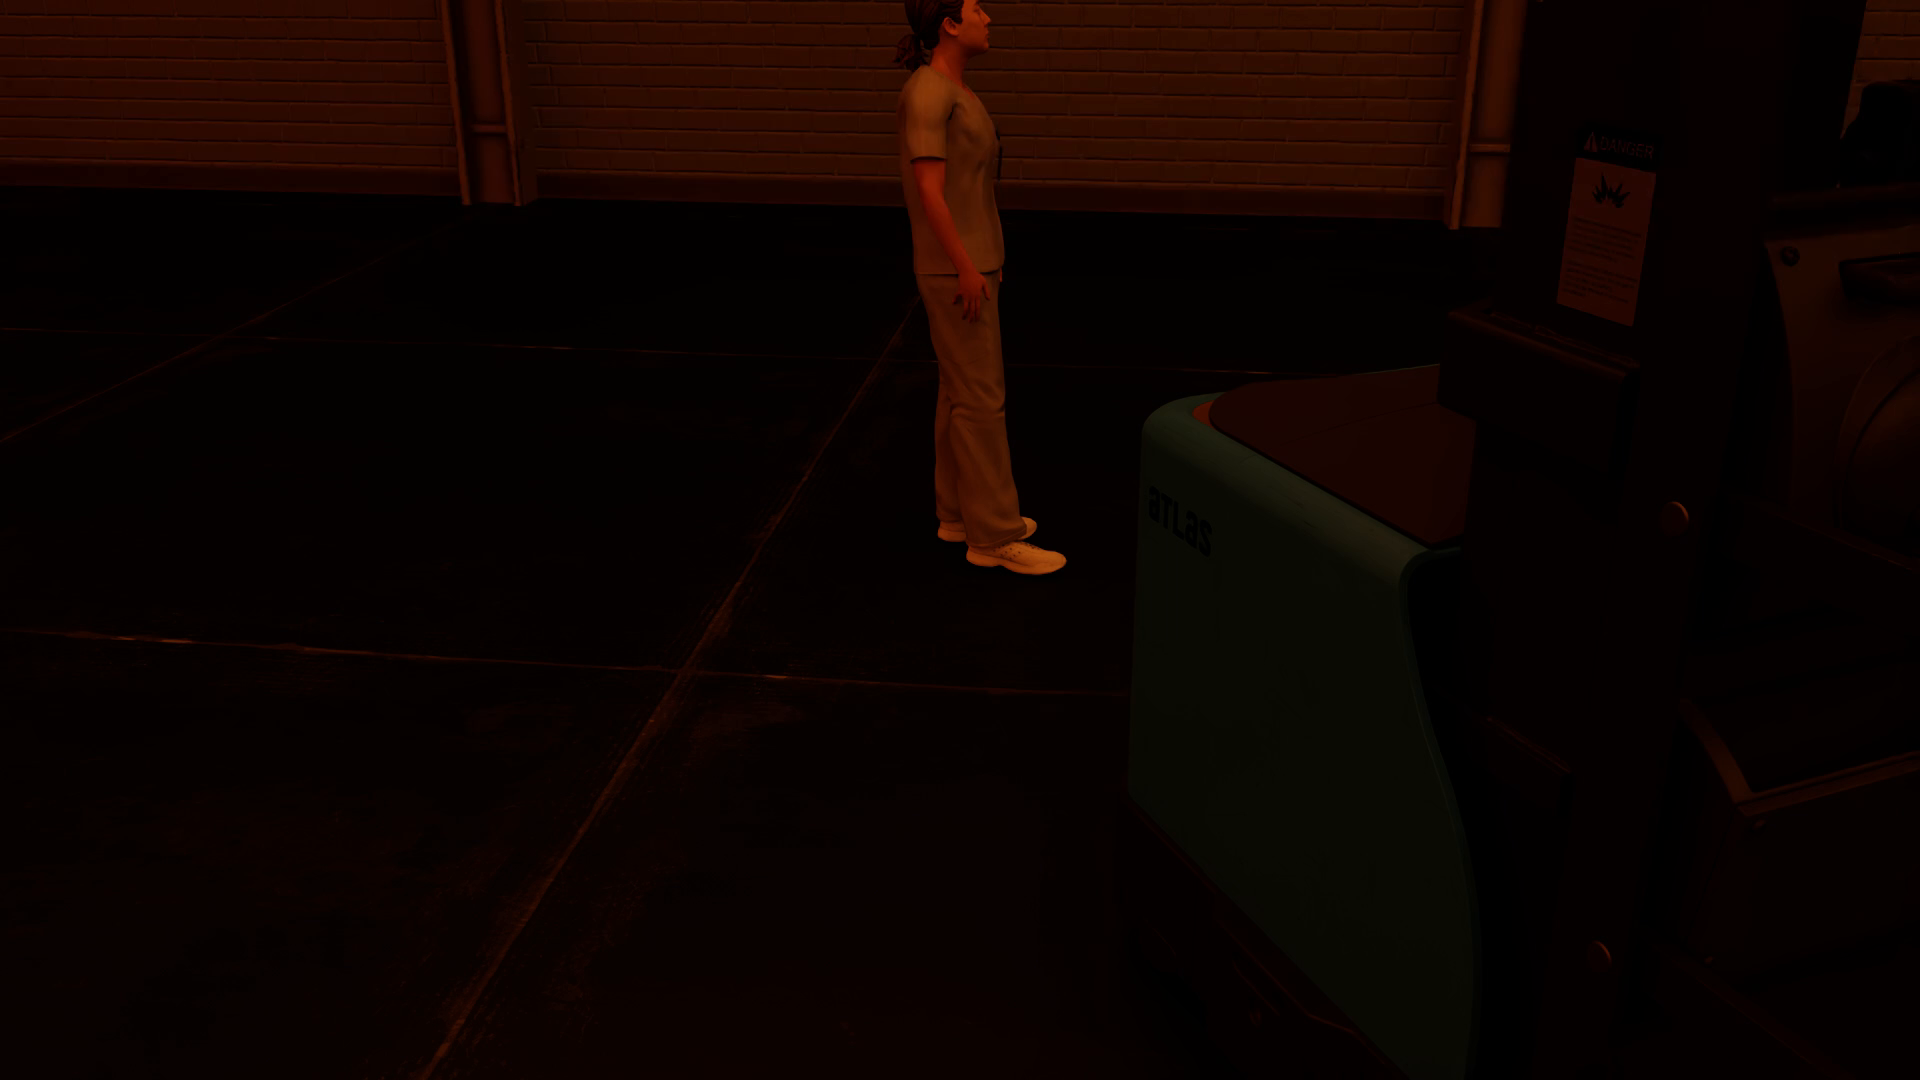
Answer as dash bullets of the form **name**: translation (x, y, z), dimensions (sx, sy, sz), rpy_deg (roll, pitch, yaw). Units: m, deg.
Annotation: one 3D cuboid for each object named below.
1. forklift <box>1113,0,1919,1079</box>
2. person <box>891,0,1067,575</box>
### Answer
- **forklift**: translation (1.338, -0.171, 1.679), dimensions (1.130, 2.935, 3.031), rpy_deg (-9, 24, -21)
- **person**: translation (0.071, -0.775, 4.841), dimensions (0.549, 1.675, 0.550), rpy_deg (3, 22, 7)
